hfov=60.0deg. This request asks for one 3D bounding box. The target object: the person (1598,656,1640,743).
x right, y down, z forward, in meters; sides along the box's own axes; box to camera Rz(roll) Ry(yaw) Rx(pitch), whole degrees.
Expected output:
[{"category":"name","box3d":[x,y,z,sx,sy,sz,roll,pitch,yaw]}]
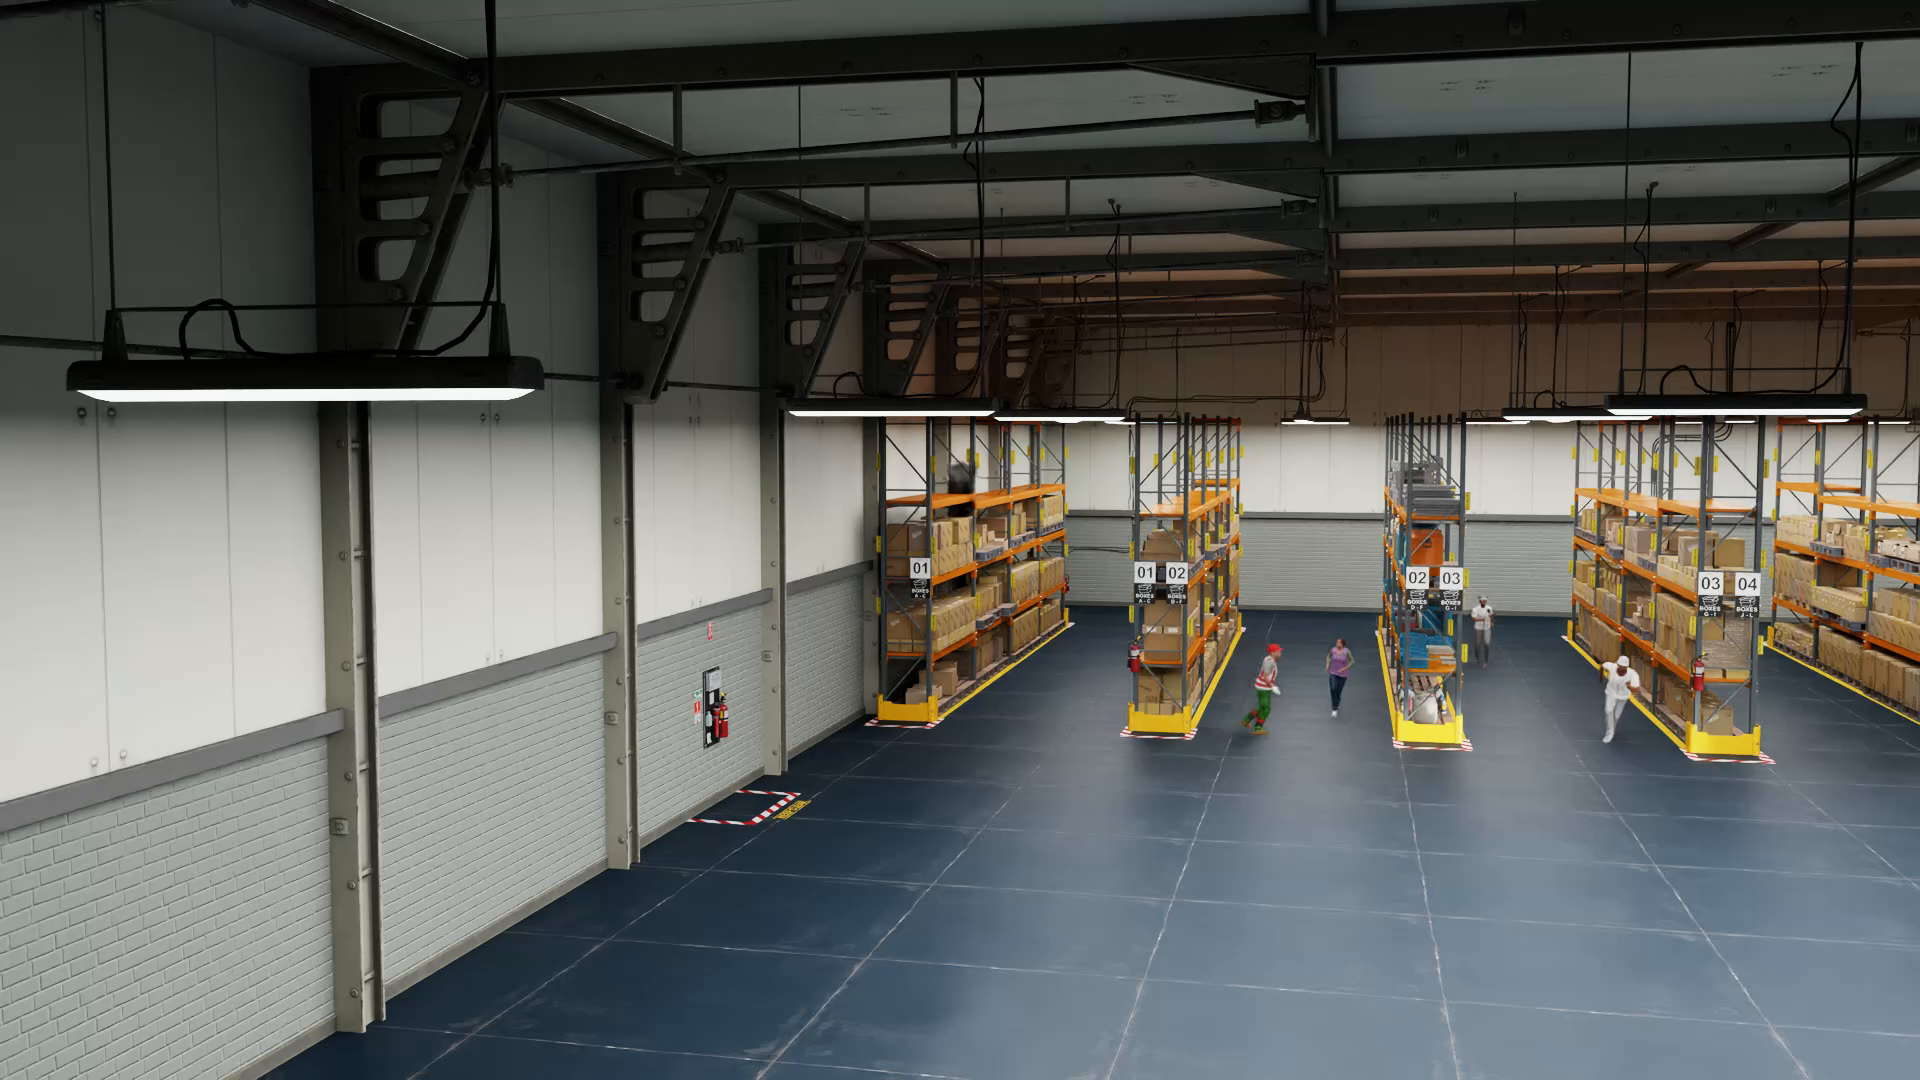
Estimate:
[{"category":"person","box3d":[12.013,2.881,30.341,0.675,1.620,1.067,1,4,19]}]

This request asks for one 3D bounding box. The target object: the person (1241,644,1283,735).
[{"category":"person","box3d":[5.613,2.773,30.949,0.785,1.718,0.640,1,4,16]}]

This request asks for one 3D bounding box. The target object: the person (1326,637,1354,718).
[{"category":"person","box3d":[7.574,2.710,33.099,0.552,1.608,0.767,1,4,19]}]

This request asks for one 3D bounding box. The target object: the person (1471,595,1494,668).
[{"category":"person","box3d":[12.547,2.178,39.932,0.557,1.749,0.847,1,4,8]}]
